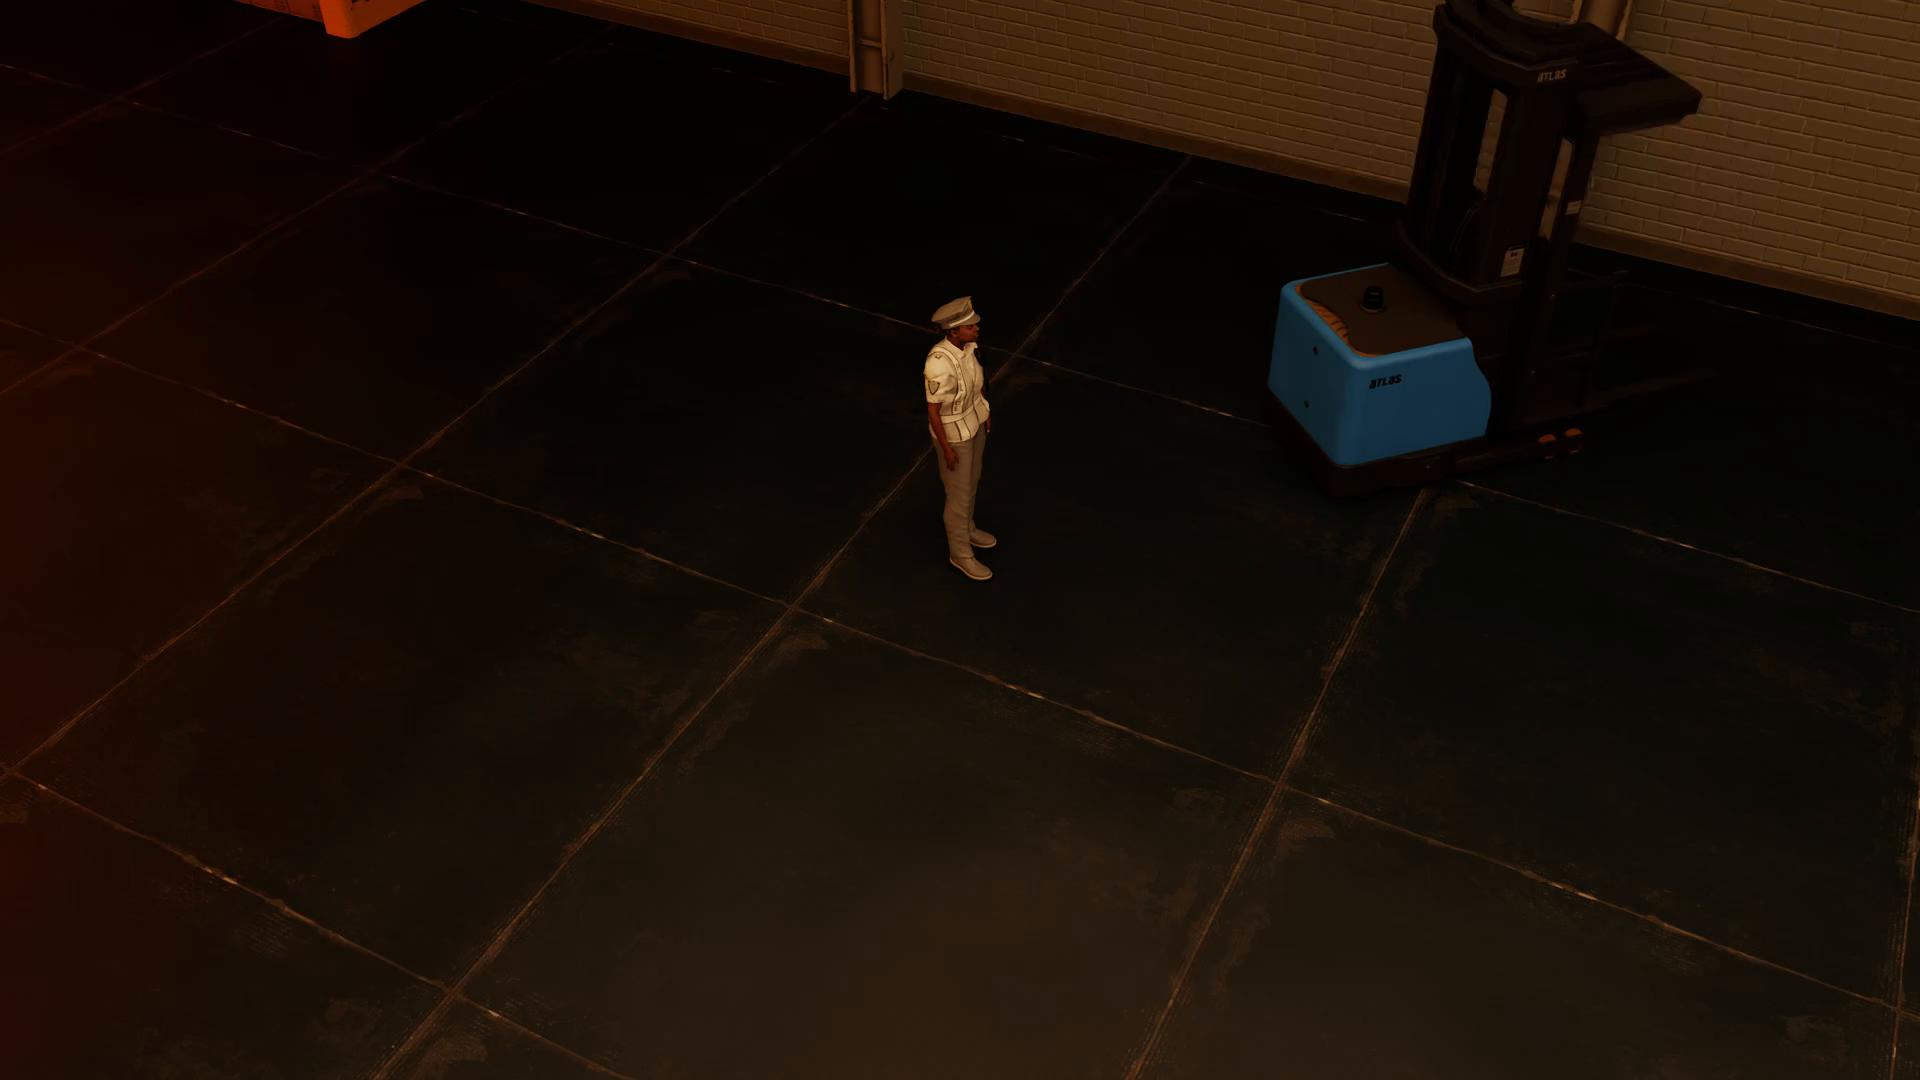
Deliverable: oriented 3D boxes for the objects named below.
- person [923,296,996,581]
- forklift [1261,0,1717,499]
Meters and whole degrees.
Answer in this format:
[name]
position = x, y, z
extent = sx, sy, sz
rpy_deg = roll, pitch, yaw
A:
[person]
position = 0.057, -0.620, 9.672
extent = 0.530, 1.695, 0.570
rpy_deg = 18, 43, 21
[forklift]
position = 3.592, -1.957, 10.310
extent = 3.031, 2.935, 1.130
rpy_deg = -13, 42, -15
